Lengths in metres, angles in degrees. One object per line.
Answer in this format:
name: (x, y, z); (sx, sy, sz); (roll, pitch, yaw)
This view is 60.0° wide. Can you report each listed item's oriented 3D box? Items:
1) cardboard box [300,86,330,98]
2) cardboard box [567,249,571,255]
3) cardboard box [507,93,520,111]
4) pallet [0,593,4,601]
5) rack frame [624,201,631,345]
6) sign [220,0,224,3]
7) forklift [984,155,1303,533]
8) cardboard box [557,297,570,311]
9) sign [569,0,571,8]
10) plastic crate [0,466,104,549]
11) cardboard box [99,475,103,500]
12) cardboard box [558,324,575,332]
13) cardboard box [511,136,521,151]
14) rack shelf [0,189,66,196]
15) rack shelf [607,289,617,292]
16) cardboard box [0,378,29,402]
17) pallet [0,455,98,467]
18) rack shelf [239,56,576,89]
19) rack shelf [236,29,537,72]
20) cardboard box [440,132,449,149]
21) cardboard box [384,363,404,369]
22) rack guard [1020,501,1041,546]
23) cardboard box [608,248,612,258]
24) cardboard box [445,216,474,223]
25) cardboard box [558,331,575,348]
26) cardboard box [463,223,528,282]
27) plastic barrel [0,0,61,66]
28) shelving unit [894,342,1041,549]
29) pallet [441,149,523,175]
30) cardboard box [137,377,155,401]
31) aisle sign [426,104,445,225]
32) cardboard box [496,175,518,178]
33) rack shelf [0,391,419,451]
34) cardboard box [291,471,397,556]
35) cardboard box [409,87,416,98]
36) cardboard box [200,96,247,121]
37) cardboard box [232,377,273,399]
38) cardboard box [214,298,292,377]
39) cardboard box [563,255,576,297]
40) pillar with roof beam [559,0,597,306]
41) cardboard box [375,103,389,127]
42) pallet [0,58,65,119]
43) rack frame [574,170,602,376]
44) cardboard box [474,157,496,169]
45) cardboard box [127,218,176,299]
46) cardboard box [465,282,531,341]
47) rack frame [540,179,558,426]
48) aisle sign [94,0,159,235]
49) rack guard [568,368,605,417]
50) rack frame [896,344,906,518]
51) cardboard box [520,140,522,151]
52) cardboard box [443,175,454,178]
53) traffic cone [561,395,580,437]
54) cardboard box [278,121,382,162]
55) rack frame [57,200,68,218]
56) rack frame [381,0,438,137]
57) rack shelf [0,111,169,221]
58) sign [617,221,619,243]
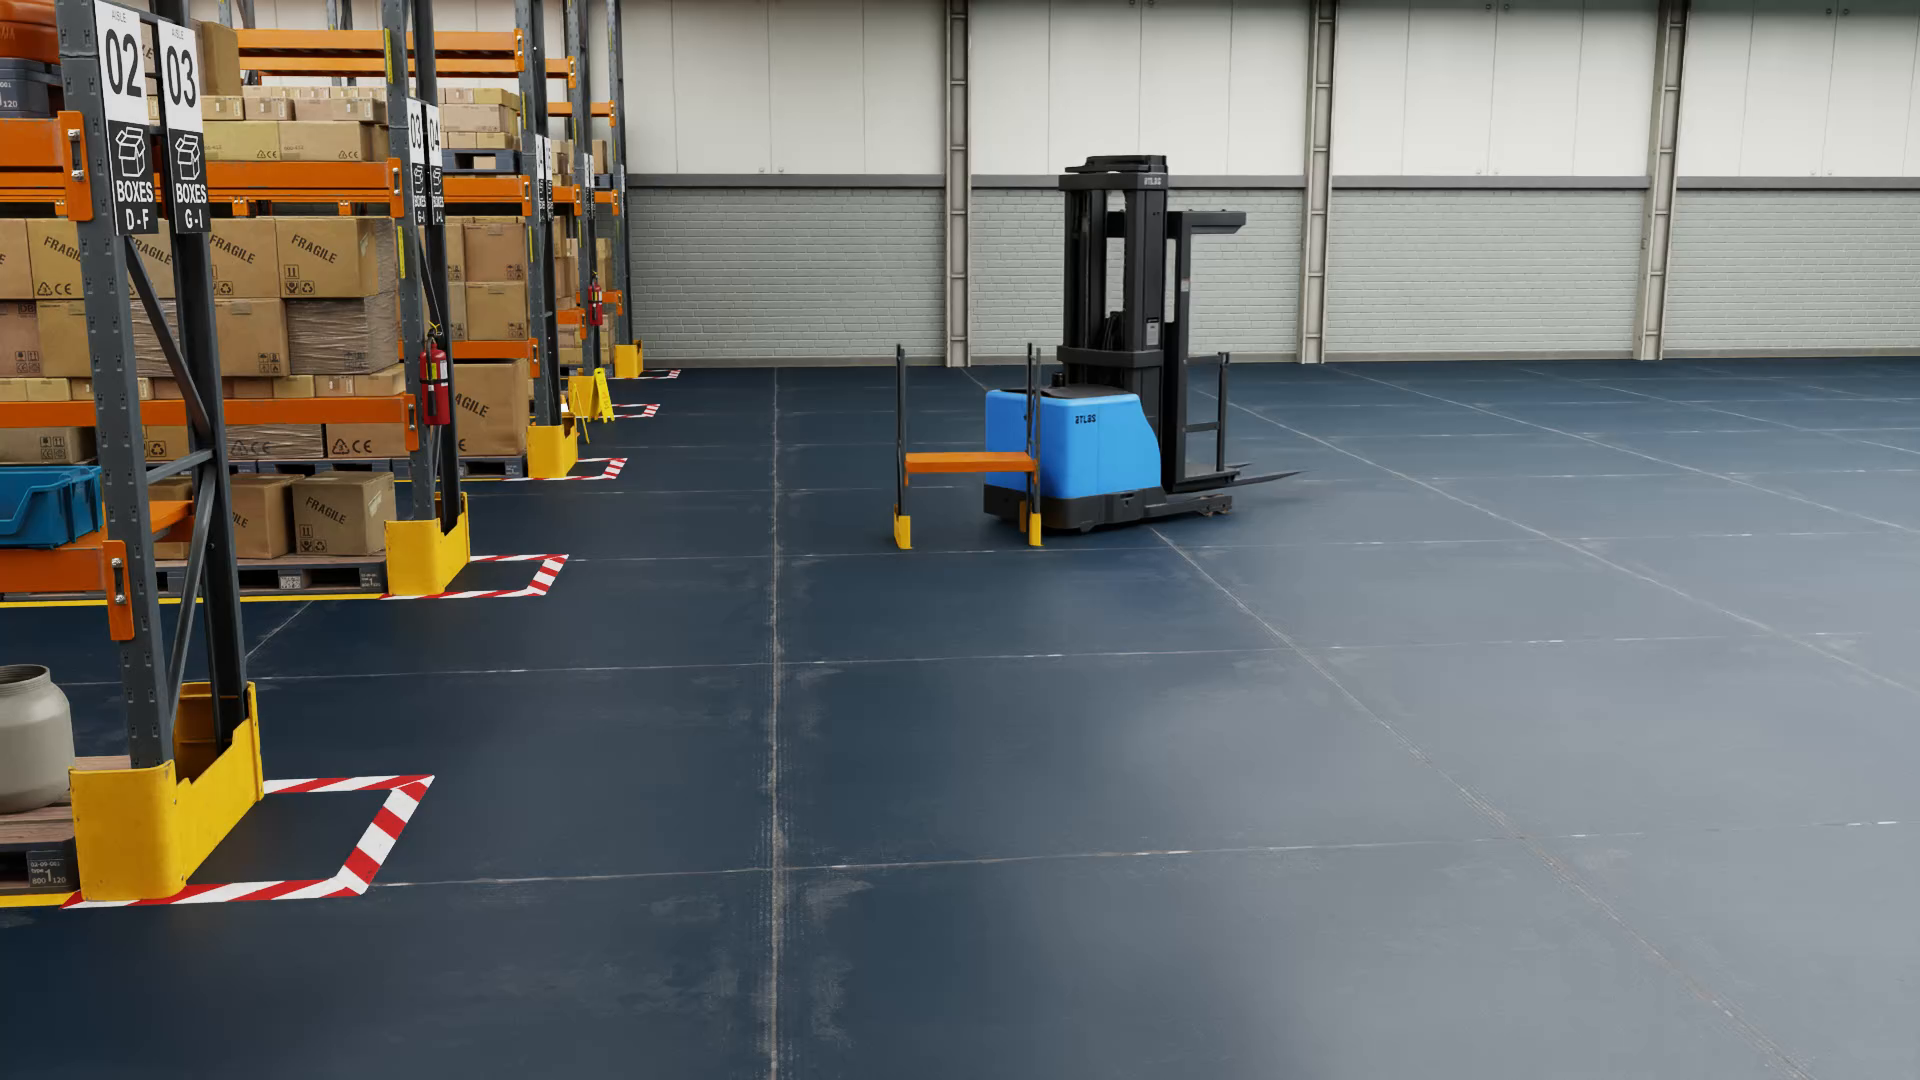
cardboard box: (-5.850, -4.062, 15.213); (0.250, 0.149, 0.380); (-1, 11, -6)
cardboard box: (-6.040, -4.371, 25.387); (0.250, 0.149, 0.380); (-1, 11, -5)
cardboard box: (-4.401, -4.220, 16.016); (0.250, 0.149, 0.380); (-1, 11, -5)
pallet: (-6.913, 0.213, 11.235); (1.213, 0.211, 1.003); (-1, 11, -6)
rack frame: (-5.210, -4.069, 25.789); (0.053, 2.616, 0.949); (-1, 11, -6)
sign: (-8.581, -6.408, 19.302); (0.005, 0.325, 0.100); (-1, 11, -6)
forklift: (1.664, -1.702, 13.929); (3.031, 2.935, 1.130); (-9, 14, -37)
cardboard box: (-5.019, -2.946, 20.727); (0.250, 0.149, 0.380); (-1, 11, -4)
sign: (-4.630, -6.491, 19.723); (0.005, 0.325, 0.100); (-1, 11, -6)
plastic crate: (-3.530, -0.127, 6.122); (0.616, 0.251, 0.499); (-1, 11, -6)
cardboard box: (-5.997, -0.156, 11.275); (0.500, 0.500, 0.500); (-2, 11, -11)
cardboard box: (-6.141, -3.336, 25.508); (0.500, 0.250, 0.500); (-1, 11, -5)
cardboard box: (-4.411, -3.829, 16.094); (0.250, 0.149, 0.380); (-1, 11, -6)
rack shelf: (-10.000, -3.164, 15.277); (4.000, 0.370, 1.077); (-1, 11, -6)
rack shelf: (-7.198, -3.771, 25.631); (3.809, 0.124, 0.919); (-1, 11, -6)
cardboard box: (-6.090, -0.988, 10.770); (0.250, 0.149, 0.380); (-1, 11, -6)
pallet: (-8.771, -0.689, 15.823); (1.213, 0.211, 1.003); (-1, 11, -6)
rack shelf: (-6.658, -5.665, 20.230); (4.000, 0.370, 1.077); (-1, 11, -6)
rack shelf: (-6.023, -4.523, 15.450); (4.000, 0.370, 1.077); (-1, 11, -6)
cardboard box: (-4.835, -3.692, 15.398); (0.250, 0.149, 0.380); (-1, 11, -5)
cardboard box: (-3.909, -1.134, 11.511); (0.250, 0.149, 0.380); (-1, 11, -6)
rack guard: (0.544, -0.131, 12.884); (0.087, 0.250, 0.587); (-1, 11, -6)
cardboard box: (-5.575, -4.480, 25.938); (0.250, 0.149, 0.380); (-1, 11, -8)
cardboard box: (-6.154, -3.711, 20.348); (0.500, 0.500, 0.700); (-1, 11, -7)
cardboard box: (-6.160, -3.093, 25.570); (0.500, 0.250, 0.500); (-1, 11, -7)
cardboard box: (-4.408, -2.774, 16.013); (0.550, 0.550, 0.875); (-1, 11, -6)
plastic barrel: (-3.534, -2.122, 5.906); (0.708, 0.830, 0.600); (-1, 11, -6)
shelving unit: (0.049, -0.734, 12.712); (1.083, 1.500, 0.587); (-1, 11, -6)
pallet: (-4.771, -3.581, 15.764); (1.213, 0.211, 1.003); (-1, 11, -6)
cardboard box: (-5.341, -0.997, 10.815); (0.250, 0.149, 0.380); (-1, 11, -6)
aisle sign: (-3.571, -2.552, 11.332); (0.004, 0.787, 0.394); (-1, 11, -6)
cardboard box: (-5.506, -4.395, 20.322); (0.250, 0.149, 0.380); (-1, 11, -4)
rack shelf: (-5.588, -0.823, 11.142); (4.000, 0.370, 1.077); (-1, 11, -6)
cardboard box: (-4.223, -0.187, 11.435); (0.500, 0.500, 0.500); (1, 11, 4)
cardboard box: (-5.094, -4.078, 15.293); (0.250, 0.149, 0.380); (-1, 11, -5)
cardboard box: (-4.621, -2.726, 10.538); (0.250, 0.149, 0.380); (-1, 11, -6)
cardboard box: (-4.603, -1.026, 10.963); (0.250, 0.149, 0.380); (-1, 11, -6)
cardboard box: (-4.634, -1.373, 11.044); (0.500, 0.500, 0.875); (-1, 11, -6)
cardboard box: (-5.171, -3.356, 21.133); (0.500, 0.500, 0.500); (-1, 11, -7)
pillar with roof beam: (-5.535, -6.346, 21.820); (0.400, 9.000, 9.100); (-1, 11, -6)
cardboard box: (-3.899, -2.850, 11.167); (0.250, 0.149, 0.380); (-1, 11, -6)
pallet: (-3.898, -1.648, 6.189); (1.213, 0.211, 1.003); (-1, 11, -6)
rack frame: (-4.670, -3.118, 20.951); (0.127, 3.000, 1.000); (-1, 11, -6)
cardboard box: (-5.652, -4.592, 20.291); (0.500, 0.250, 0.500); (-1, 11, -7)
cardboard box: (-5.114, -1.823, 10.741); (0.500, 0.500, 0.500); (-1, 11, -6)
cardboard box: (-4.399, -2.228, 16.035); (0.550, 0.550, 0.875); (-1, 11, -6)
rack frame: (-4.035, -2.170, 16.130); (0.053, 2.616, 0.949); (-1, 11, -6)
aisle sign: (-2.961, -1.488, 5.920); (0.004, 0.787, 0.394); (-1, 11, -6)
rack guard: (-4.746, -1.890, 21.184); (0.348, 0.500, 1.175); (-1, 11, -6)
rack frame: (-0.448, -0.723, 12.660); (0.032, 1.500, 0.500); (-1, 11, -6)
cardboard box: (-5.235, -4.796, 20.295); (0.250, 0.149, 0.380); (-1, 11, -5)
cardboard box: (-6.271, -4.384, 20.267); (0.250, 0.149, 0.380); (-2, 11, -8)
traffic cone: (-4.500, -1.411, 18.845); (0.334, 0.463, 0.336); (-1, 11, -6)
cardboard box: (-4.052, -2.557, 10.710); (0.500, 0.250, 0.500); (-1, 11, -5)
rack frame: (-13.163, -3.903, 24.945); (0.127, 3.000, 1.000); (-1, 11, -6)
rack frame: (-3.600, -4.161, 10.705); (0.127, 3.000, 1.000); (-1, 11, -6)
rack shelf: (-5.053, -1.345, 6.021); (4.000, 0.370, 1.077); (-1, 11, -6)
sign: (-5.165, -4.650, 25.127); (0.005, 0.325, 0.100); (-1, 11, -6)
